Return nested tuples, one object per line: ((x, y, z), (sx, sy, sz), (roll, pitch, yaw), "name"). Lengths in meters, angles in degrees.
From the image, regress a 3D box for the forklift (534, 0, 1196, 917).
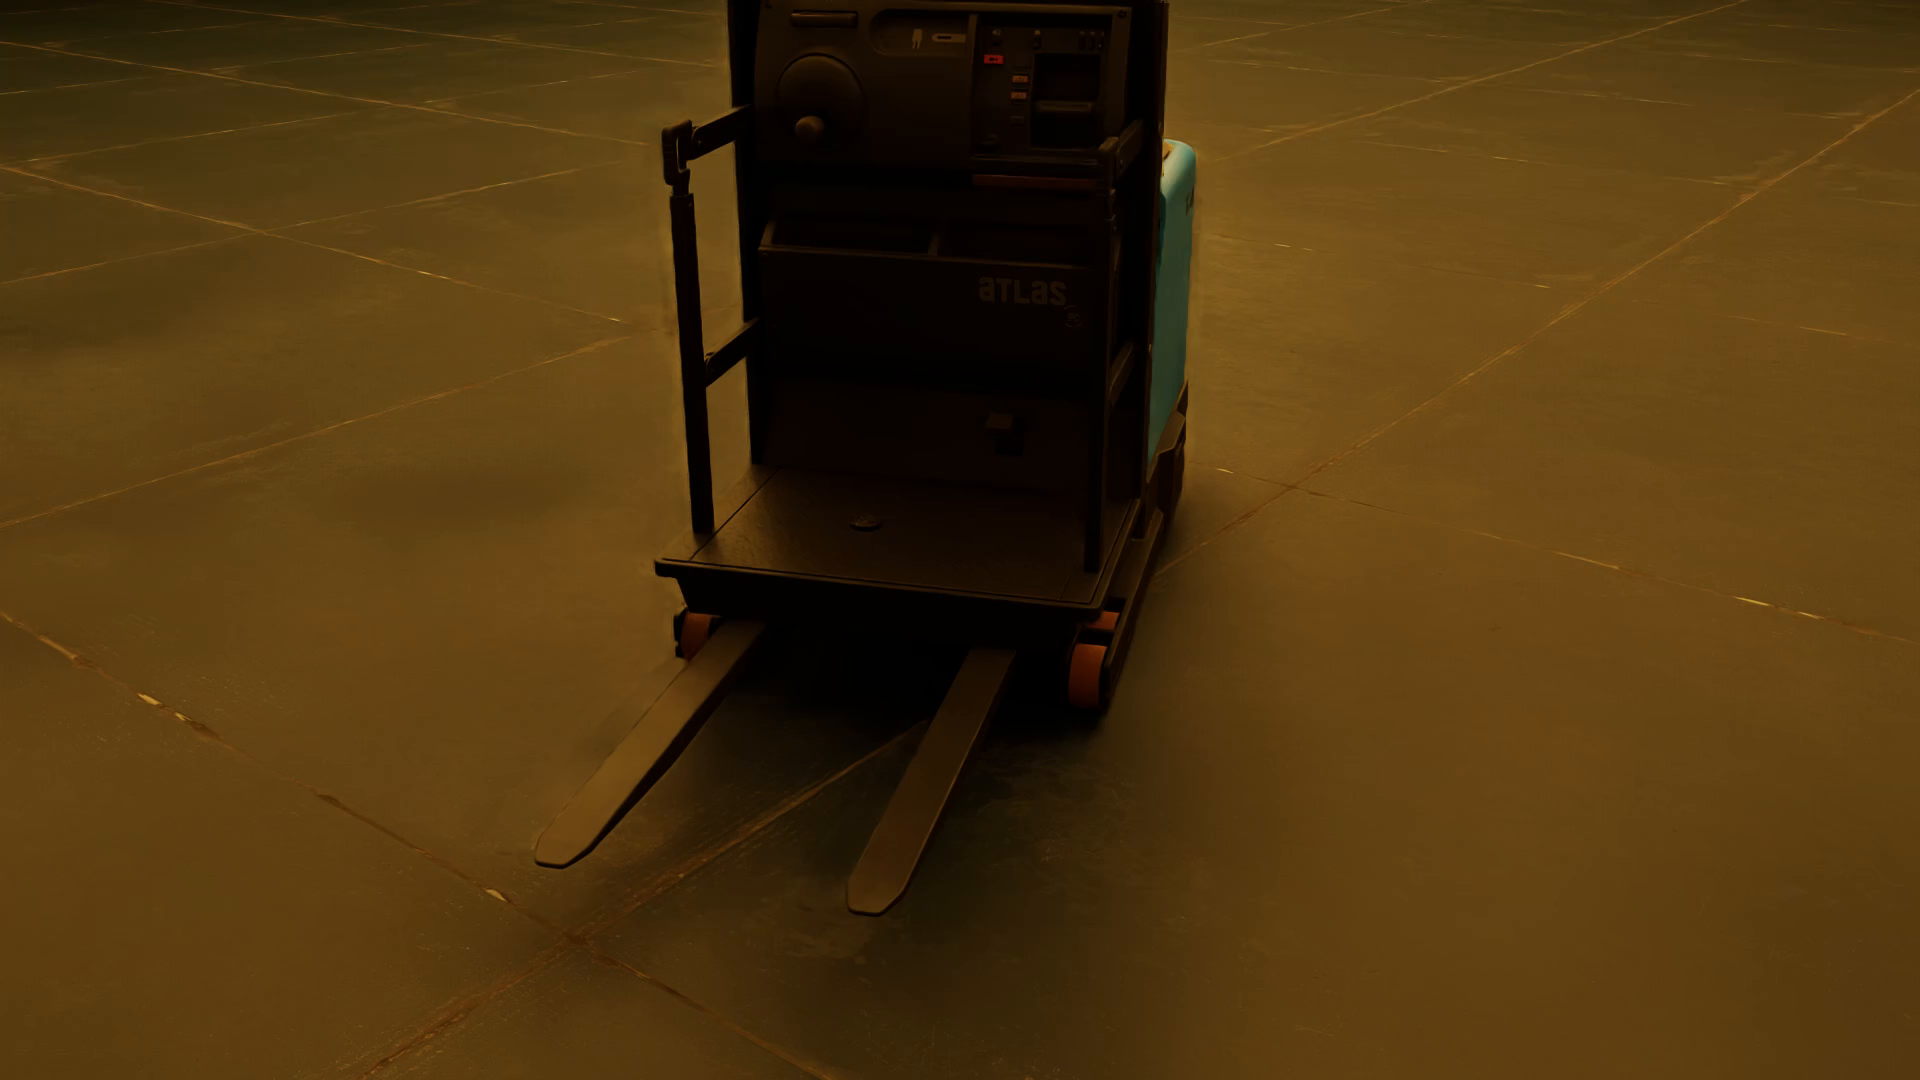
((-0.101, -1.096, 3.857), (1.130, 2.935, 3.031), (6, 24, 13), "forklift")
